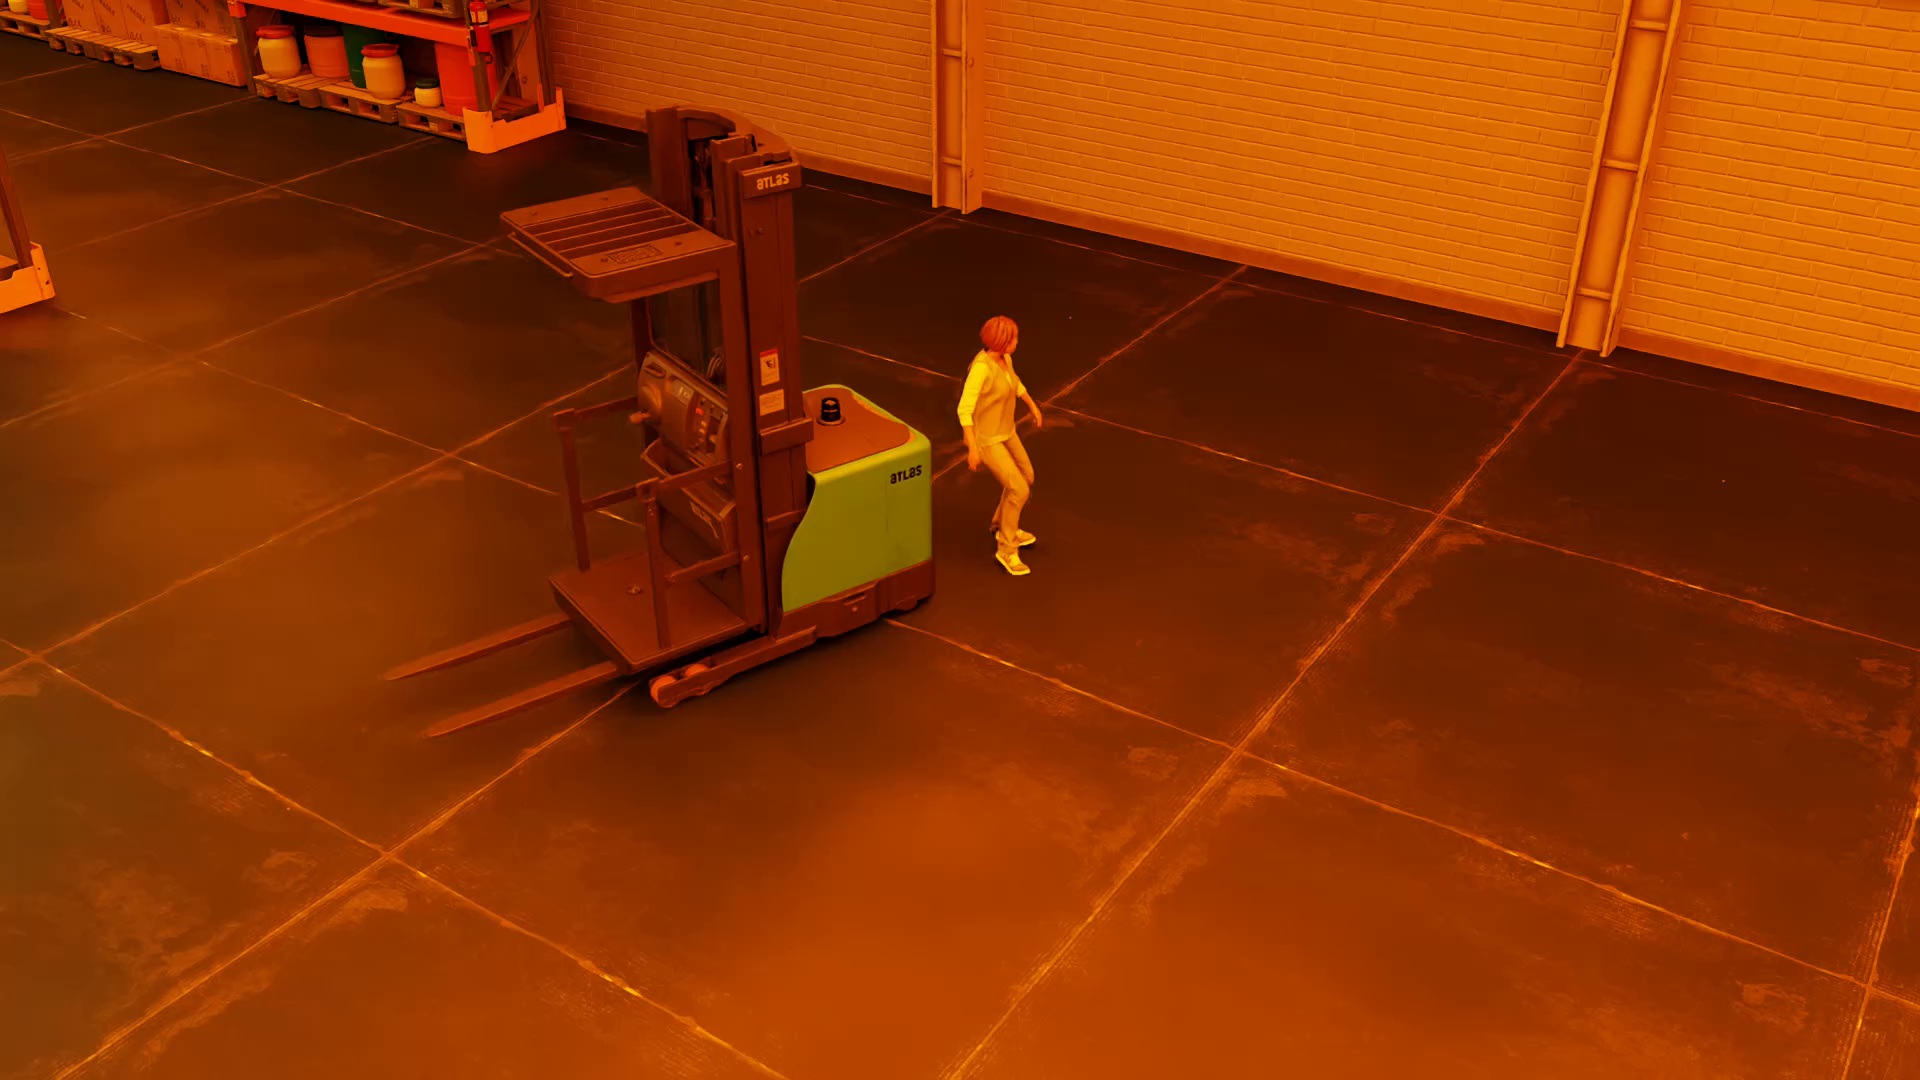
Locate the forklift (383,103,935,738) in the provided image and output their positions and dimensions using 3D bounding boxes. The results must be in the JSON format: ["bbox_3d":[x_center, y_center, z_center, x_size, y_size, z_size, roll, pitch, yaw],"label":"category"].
[{"bbox_3d":[-1.640,-0.668,8.732,3.031,2.935,1.130,-20,36,-31],"label":"forklift"}]

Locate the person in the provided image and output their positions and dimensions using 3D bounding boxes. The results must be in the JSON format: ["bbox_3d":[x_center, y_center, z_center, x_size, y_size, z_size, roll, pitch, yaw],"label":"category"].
[{"bbox_3d":[0.276,-0.598,10.019,0.516,1.543,0.751,12,32,20],"label":"person"}]
